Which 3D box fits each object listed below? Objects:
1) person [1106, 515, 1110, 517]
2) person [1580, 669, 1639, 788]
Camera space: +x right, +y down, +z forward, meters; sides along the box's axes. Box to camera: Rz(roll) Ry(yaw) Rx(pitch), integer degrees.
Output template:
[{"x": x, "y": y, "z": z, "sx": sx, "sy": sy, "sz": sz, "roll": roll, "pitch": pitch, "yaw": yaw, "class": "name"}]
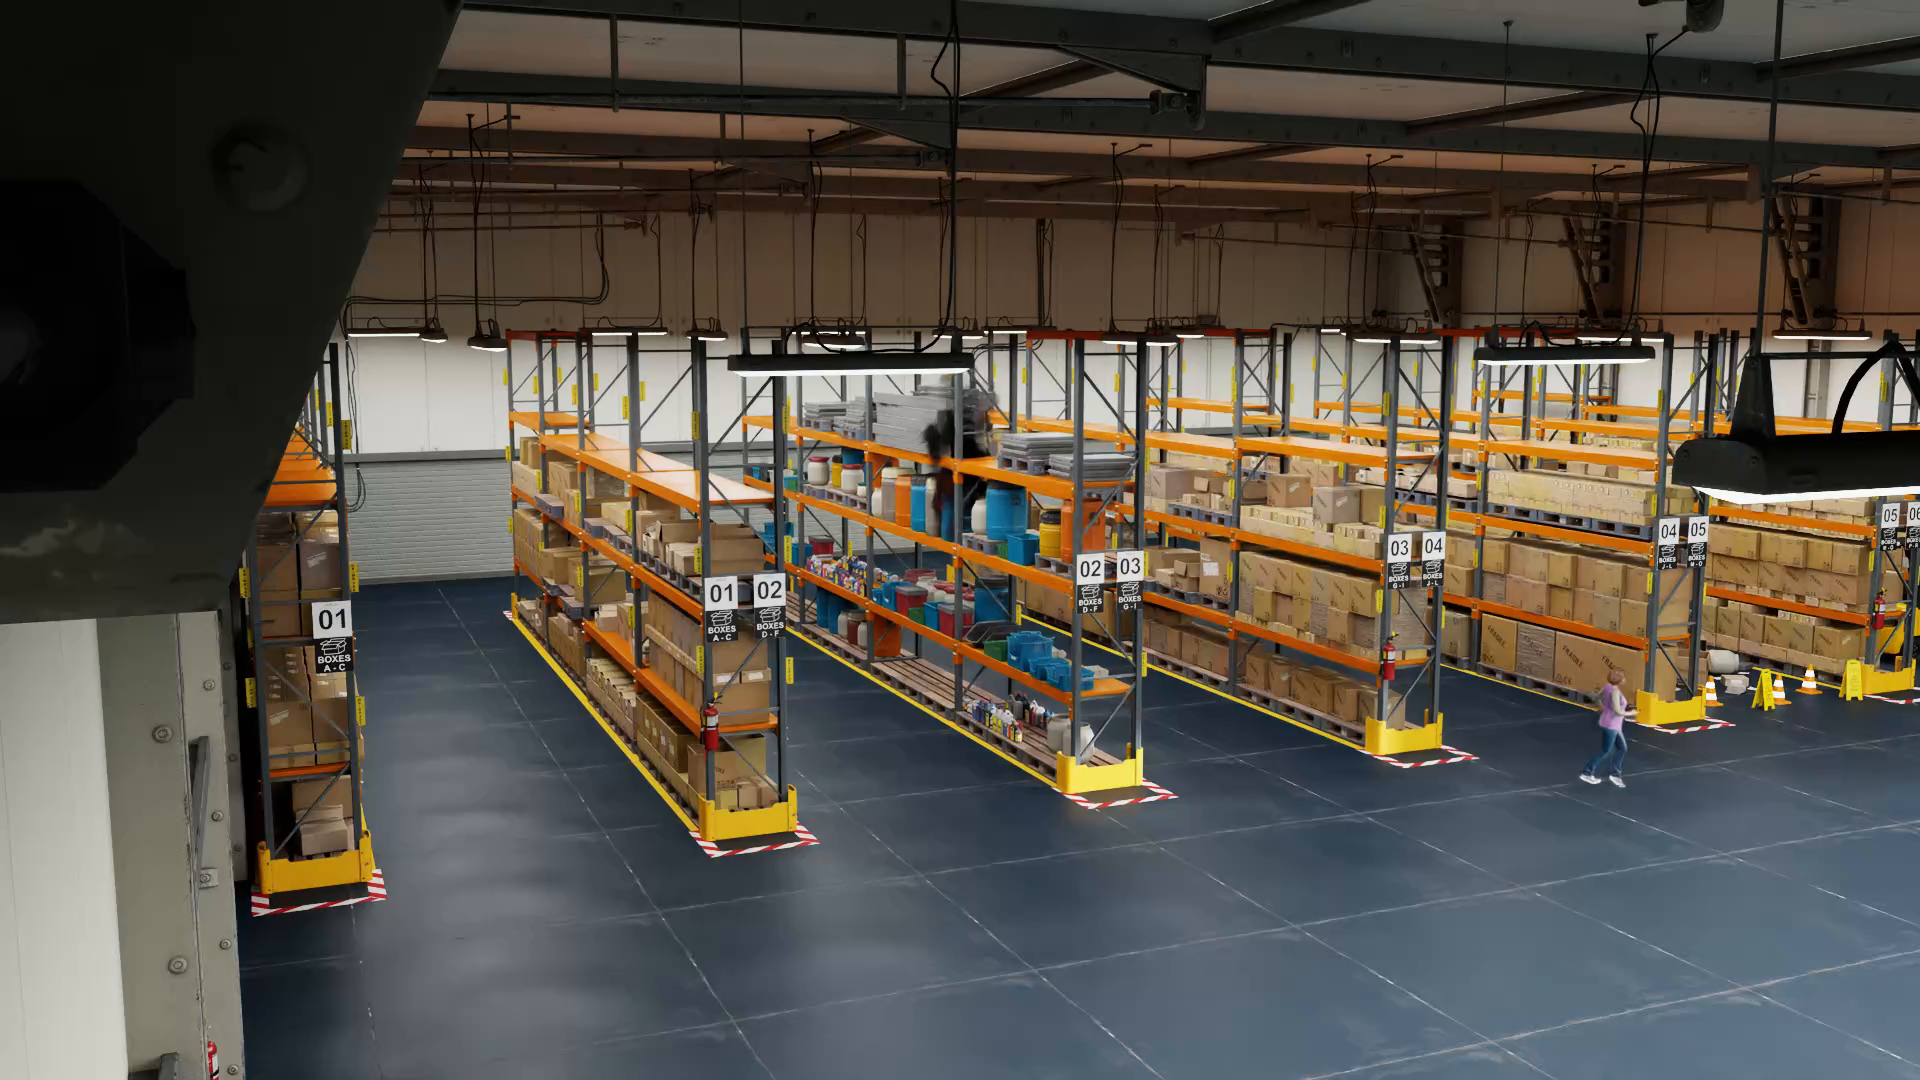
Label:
[{"x": 3.295, "y": -0.005, "z": 40.265, "sx": 0.773, "sy": 1.721, "sz": 0.947, "roll": 5, "pitch": 9, "yaw": 34, "class": "person"}, {"x": 8.689, "y": 2.538, "z": 22.229, "sx": 0.707, "sy": 1.662, "sz": 0.559, "roll": 2, "pitch": 8, "yaw": 14, "class": "person"}]
